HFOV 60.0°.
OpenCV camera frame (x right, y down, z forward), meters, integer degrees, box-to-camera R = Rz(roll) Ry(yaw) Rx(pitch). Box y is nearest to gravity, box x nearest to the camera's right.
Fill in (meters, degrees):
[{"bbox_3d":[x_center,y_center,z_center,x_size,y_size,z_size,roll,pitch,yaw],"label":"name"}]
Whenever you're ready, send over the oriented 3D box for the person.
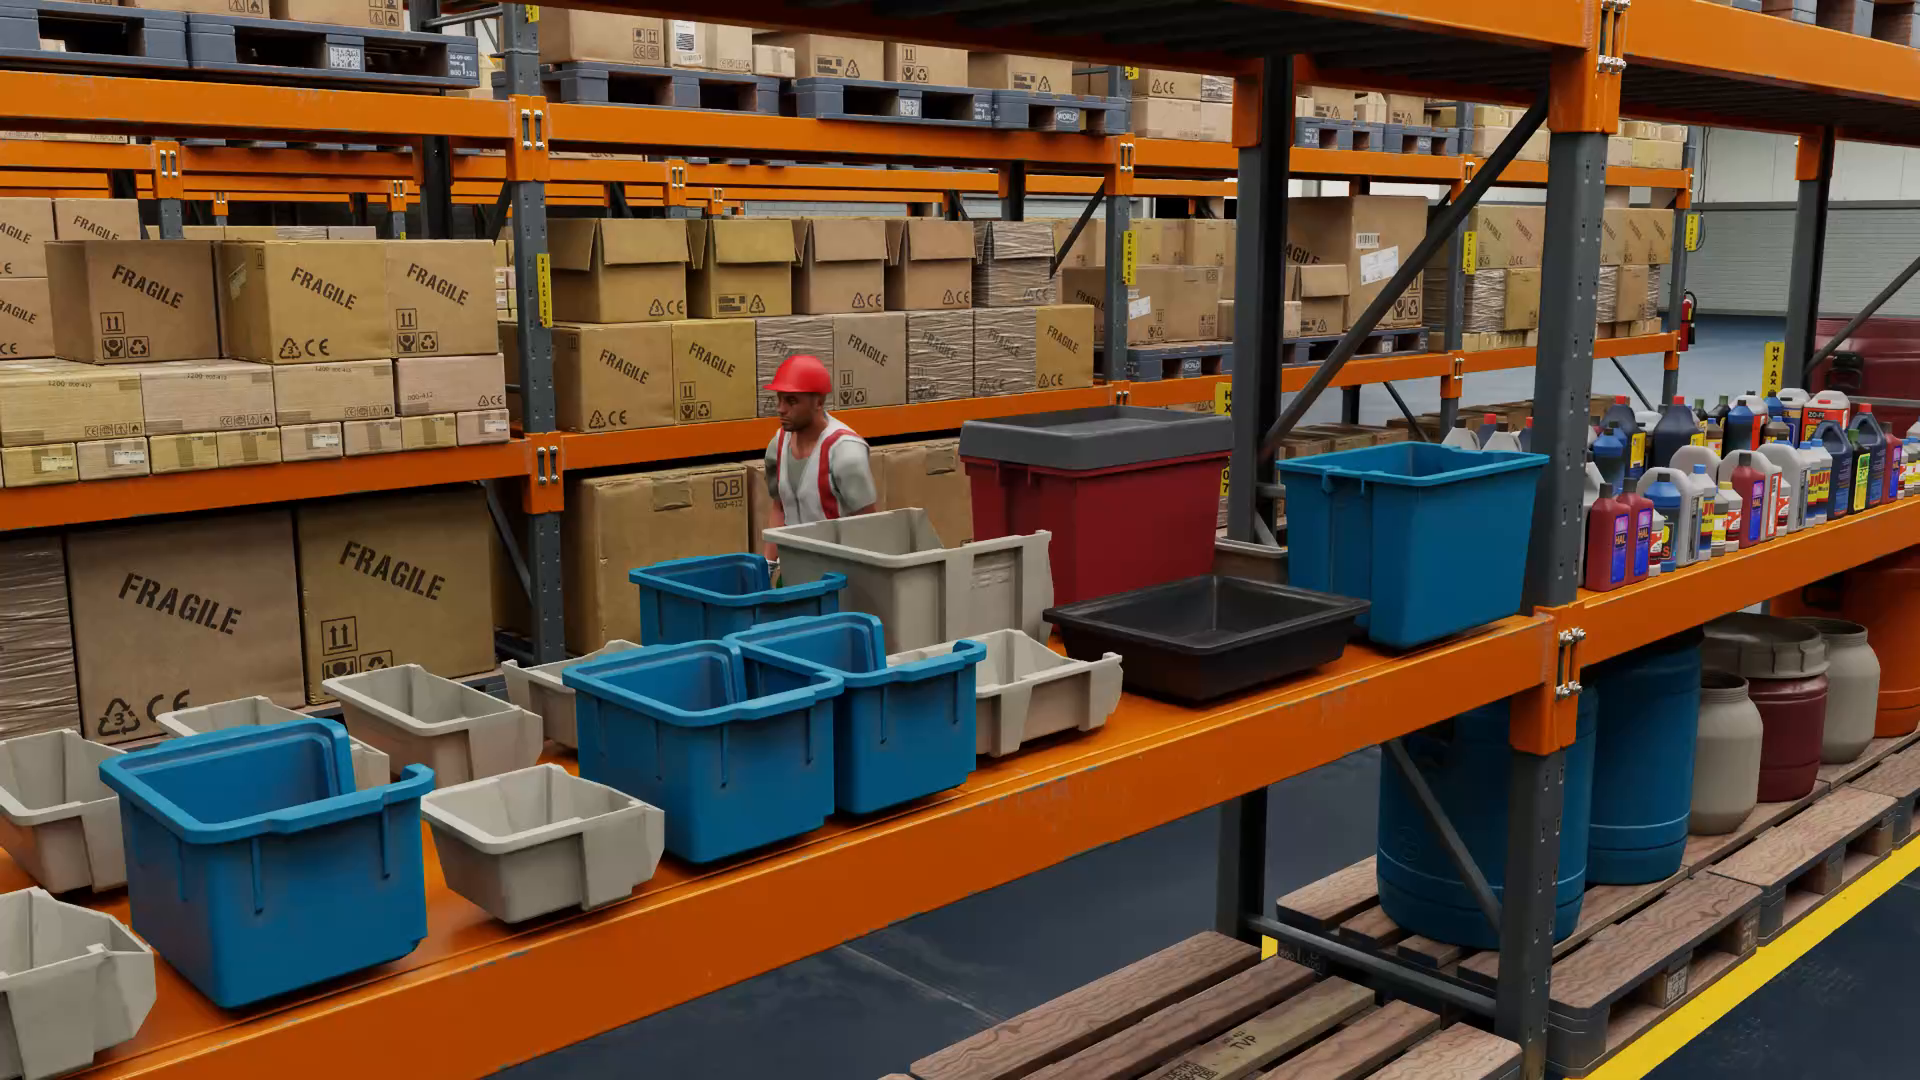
[{"bbox_3d":[-0.569,0.169,6.457,0.623,1.779,0.452,10,15,44],"label":"person"}]
